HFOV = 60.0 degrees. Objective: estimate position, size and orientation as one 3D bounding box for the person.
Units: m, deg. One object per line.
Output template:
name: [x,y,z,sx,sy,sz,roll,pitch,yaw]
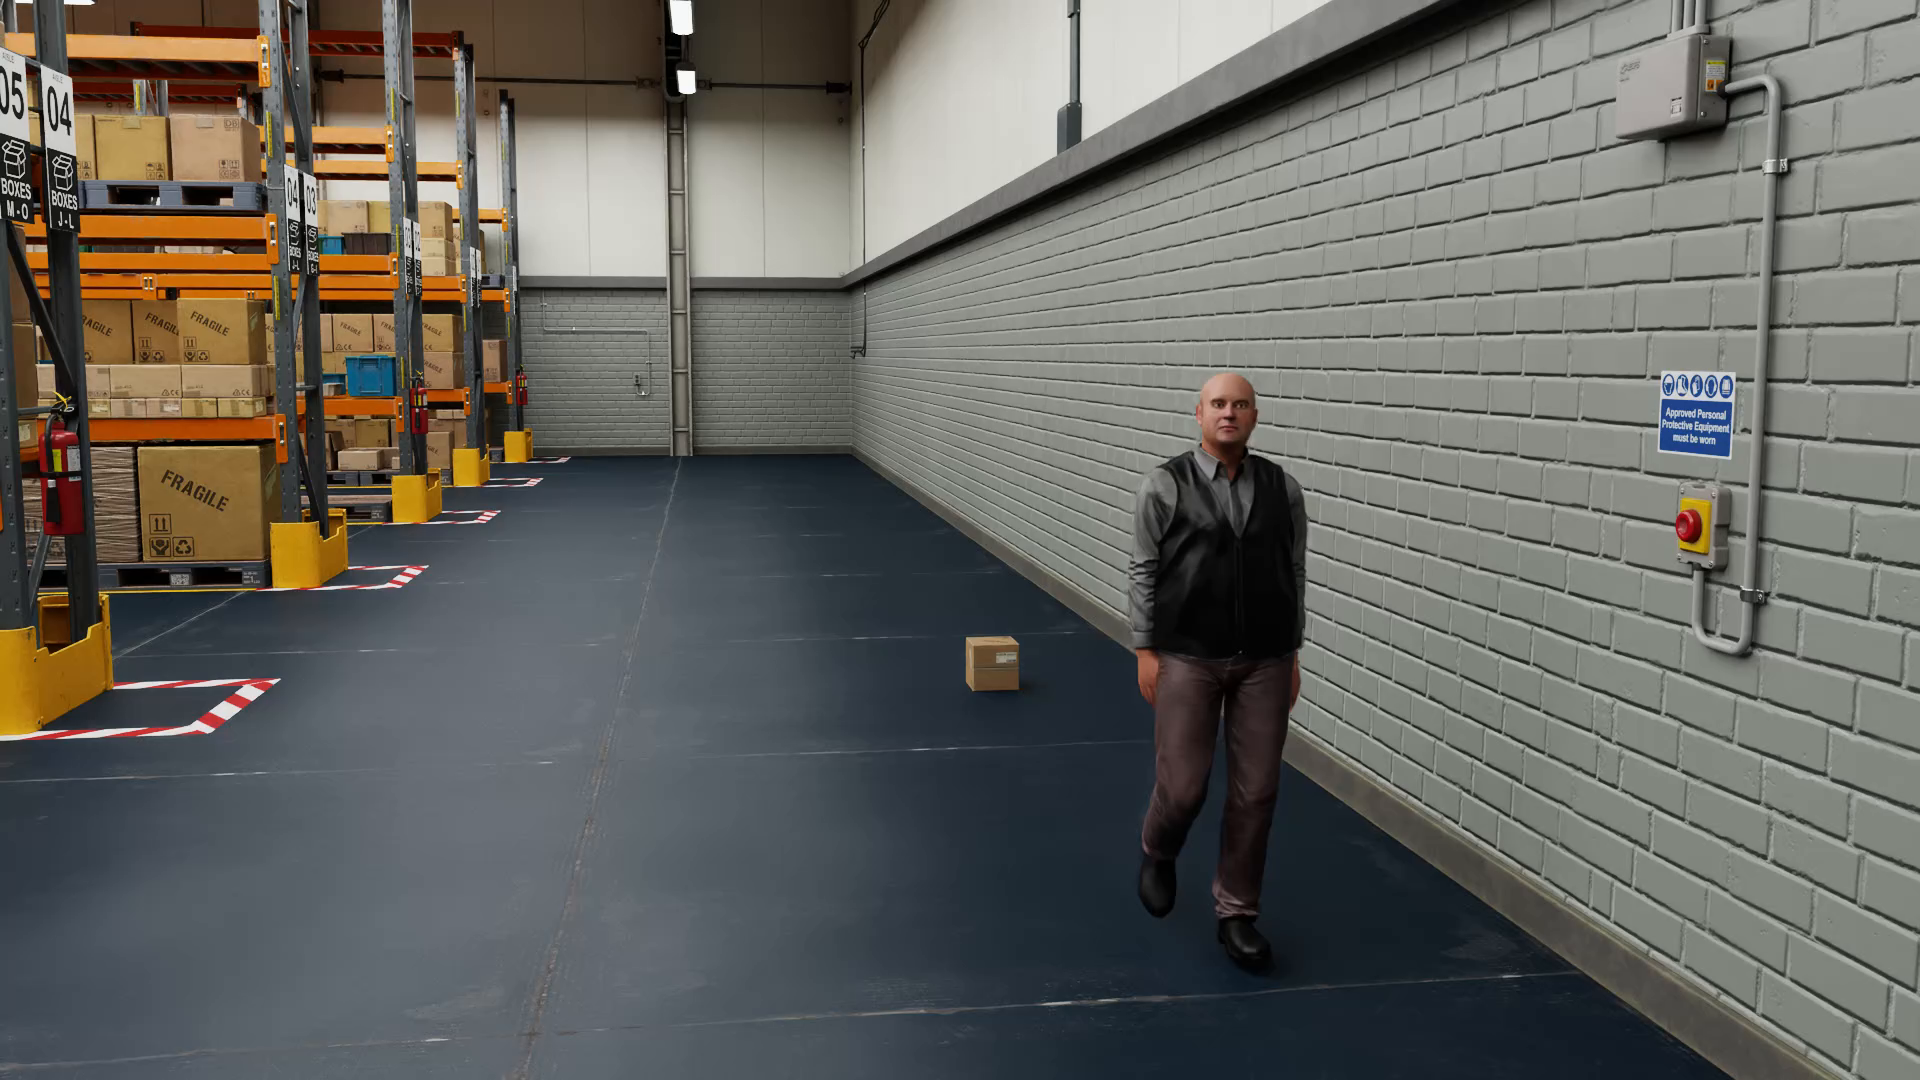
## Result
person: [0.770,0.359,4.969,0.537,1.710,0.564,-1,6,-7]
